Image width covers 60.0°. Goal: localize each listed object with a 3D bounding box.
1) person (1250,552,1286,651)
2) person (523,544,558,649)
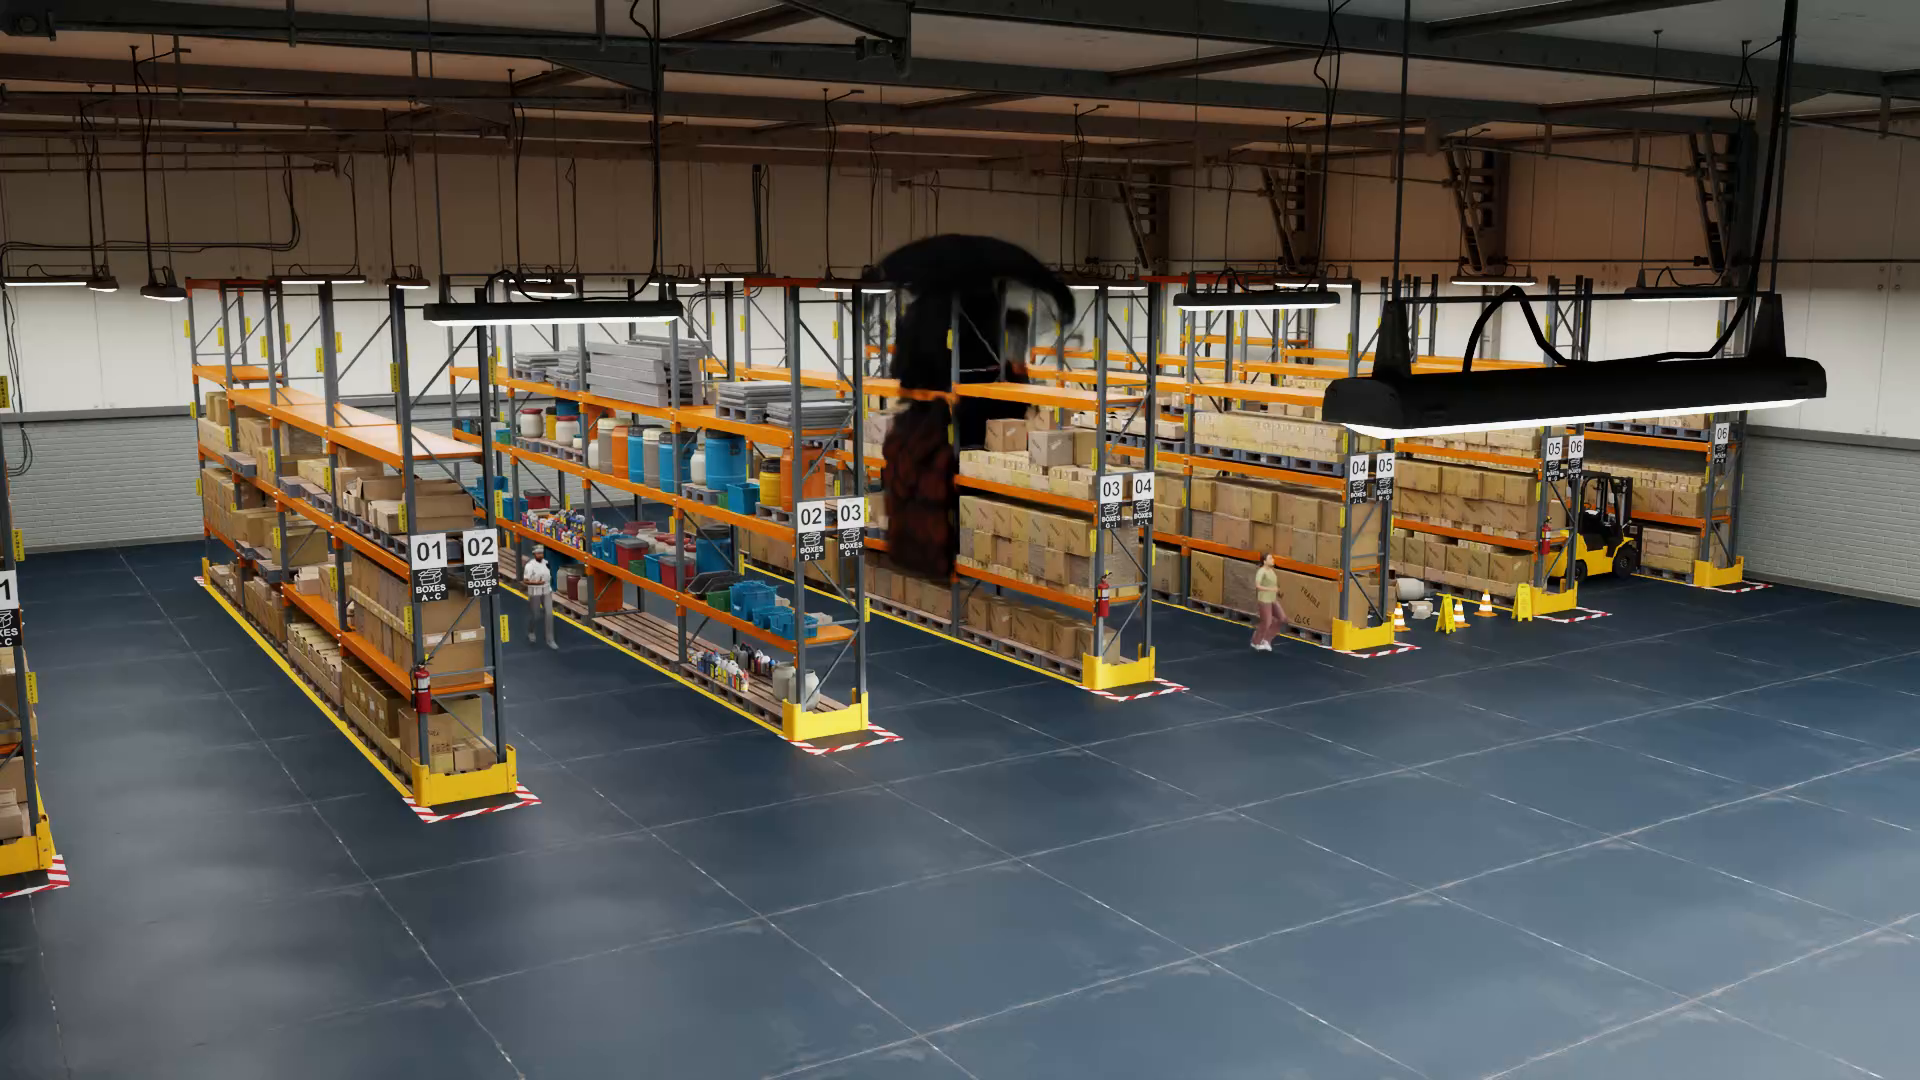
[{"bbox_3d":[4.988,1.008,27.025,0.582,1.664,0.635,7,12,36],"label":"person"},{"bbox_3d":[-6.921,0.901,27.404,0.578,1.698,0.870,-7,12,-38],"label":"person"}]
